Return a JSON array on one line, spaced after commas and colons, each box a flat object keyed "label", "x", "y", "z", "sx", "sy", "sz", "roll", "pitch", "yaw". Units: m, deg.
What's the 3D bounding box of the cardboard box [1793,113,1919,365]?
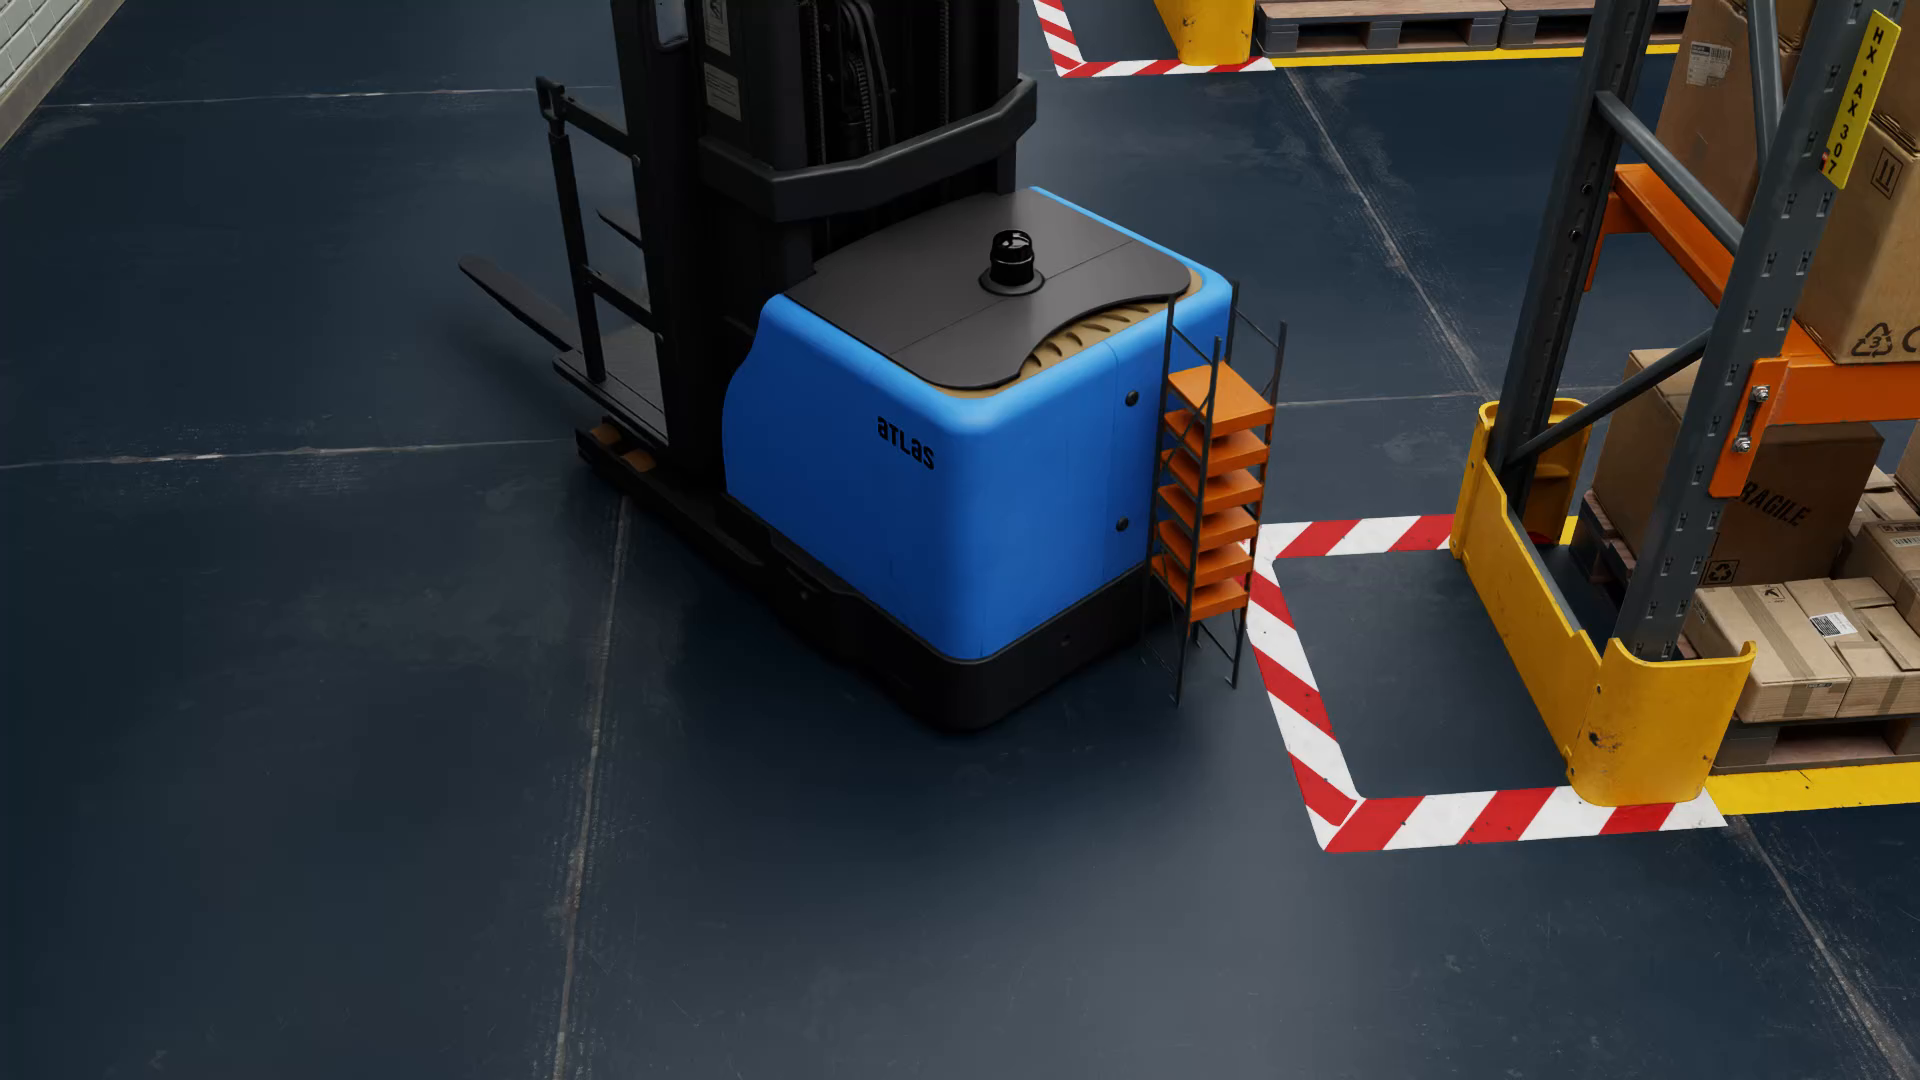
[{"label": "cardboard box", "x": 2.144, "y": -0.740, "z": 3.686, "sx": 0.500, "sy": 0.500, "sz": 0.500, "roll": -2, "pitch": 38, "yaw": -3}]

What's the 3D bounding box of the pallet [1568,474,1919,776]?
[{"label": "pallet", "x": 2.548, "y": 0.207, "z": 4.818, "sx": 1.213, "sy": 0.211, "sz": 1.003, "roll": -3, "pitch": 38, "yaw": -4}]

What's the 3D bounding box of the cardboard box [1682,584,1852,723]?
[{"label": "cardboard box", "x": 2.126, "y": 0.296, "z": 4.400, "sx": 0.250, "sy": 0.149, "sz": 0.380, "roll": -3, "pitch": 38, "yaw": -4}]

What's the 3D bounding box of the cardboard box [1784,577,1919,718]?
[{"label": "cardboard box", "x": 2.375, "y": 0.275, "z": 4.411, "sx": 0.250, "sy": 0.166, "sz": 0.380, "roll": -3, "pitch": 38, "yaw": -4}]

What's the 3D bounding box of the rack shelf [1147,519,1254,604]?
[{"label": "rack shelf", "x": 0.648, "y": 0.039, "z": 4.498, "sx": 0.180, "sy": 0.103, "sz": 0.258, "roll": -15, "pitch": 41, "yaw": -18}]

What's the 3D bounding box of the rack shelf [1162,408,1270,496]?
[{"label": "rack shelf", "x": 0.648, "y": -0.244, "z": 4.275, "sx": 0.180, "sy": 0.103, "sz": 0.258, "roll": -15, "pitch": 41, "yaw": -18}]

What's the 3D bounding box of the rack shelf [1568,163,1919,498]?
[{"label": "rack shelf", "x": 3.670, "y": -0.667, "z": 4.254, "sx": 4.000, "sy": 0.370, "sz": 1.077, "roll": -3, "pitch": 38, "yaw": -4}]

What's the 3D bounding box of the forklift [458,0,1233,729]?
[{"label": "forklift", "x": -0.616, "y": -1.468, "z": 4.745, "sx": 1.130, "sy": 2.935, "sz": 3.031, "roll": -29, "pitch": 47, "yaw": -32}]

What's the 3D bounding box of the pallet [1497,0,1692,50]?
[{"label": "pallet", "x": 3.281, "y": -2.887, "z": 8.739, "sx": 1.213, "sy": 0.211, "sz": 1.003, "roll": -3, "pitch": 38, "yaw": -4}]

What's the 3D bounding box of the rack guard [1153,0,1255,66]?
[{"label": "rack guard", "x": 1.221, "y": -2.905, "z": 8.528, "sx": 0.348, "sy": 0.500, "sz": 1.175, "roll": -3, "pitch": 38, "yaw": -4}]

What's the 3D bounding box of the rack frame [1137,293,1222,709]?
[{"label": "rack frame", "x": 0.564, "y": -0.068, "z": 4.367, "sx": 0.006, "sy": 1.200, "sz": 0.240, "roll": -15, "pitch": 41, "yaw": -18}]

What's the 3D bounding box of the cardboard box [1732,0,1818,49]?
[{"label": "cardboard box", "x": 2.097, "y": -1.465, "z": 3.798, "sx": 0.500, "sy": 0.500, "sz": 0.500, "roll": -3, "pitch": 38, "yaw": -4}]

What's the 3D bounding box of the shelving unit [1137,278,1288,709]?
[{"label": "shelving unit", "x": 0.648, "y": -0.091, "z": 4.396, "sx": 0.189, "sy": 1.200, "sz": 0.258, "roll": -15, "pitch": 41, "yaw": -18}]

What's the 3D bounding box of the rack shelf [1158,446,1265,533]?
[{"label": "rack shelf", "x": 0.648, "y": -0.150, "z": 4.349, "sx": 0.180, "sy": 0.103, "sz": 0.258, "roll": -15, "pitch": 41, "yaw": -18}]

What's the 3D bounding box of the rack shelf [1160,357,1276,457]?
[{"label": "rack shelf", "x": 0.648, "y": -0.338, "z": 4.201, "sx": 0.180, "sy": 0.103, "sz": 0.258, "roll": -15, "pitch": 41, "yaw": -18}]

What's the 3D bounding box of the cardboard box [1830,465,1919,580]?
[{"label": "cardboard box", "x": 2.609, "y": -0.048, "z": 4.822, "sx": 0.250, "sy": 0.166, "sz": 0.380, "roll": -3, "pitch": 38, "yaw": -4}]

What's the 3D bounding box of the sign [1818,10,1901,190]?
[{"label": "sign", "x": 1.727, "y": -0.845, "z": 3.200, "sx": 0.005, "sy": 0.325, "sz": 0.100, "roll": -3, "pitch": 38, "yaw": -4}]

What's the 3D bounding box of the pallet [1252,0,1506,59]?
[{"label": "pallet", "x": 2.068, "y": -2.822, "z": 8.657, "sx": 1.213, "sy": 0.211, "sz": 1.003, "roll": -3, "pitch": 38, "yaw": -4}]

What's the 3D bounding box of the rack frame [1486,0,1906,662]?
[{"label": "rack frame", "x": 1.678, "y": -0.839, "z": 3.892, "sx": 0.127, "sy": 3.000, "sz": 1.000, "roll": -3, "pitch": 38, "yaw": -4}]

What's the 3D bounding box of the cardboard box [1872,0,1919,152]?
[{"label": "cardboard box", "x": 2.144, "y": -1.133, "z": 3.376, "sx": 0.500, "sy": 0.500, "sz": 0.500, "roll": -2, "pitch": 38, "yaw": -3}]

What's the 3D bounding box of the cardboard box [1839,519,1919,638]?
[{"label": "cardboard box", "x": 2.743, "y": 0.185, "z": 4.459, "sx": 0.500, "sy": 0.250, "sz": 0.500, "roll": -3, "pitch": 38, "yaw": -4}]

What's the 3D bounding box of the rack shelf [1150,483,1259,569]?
[{"label": "rack shelf", "x": 0.648, "y": -0.056, "z": 4.424, "sx": 0.180, "sy": 0.103, "sz": 0.258, "roll": -15, "pitch": 41, "yaw": -18}]

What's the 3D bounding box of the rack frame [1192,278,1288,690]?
[{"label": "rack frame", "x": 0.732, "y": -0.113, "z": 4.425, "sx": 0.006, "sy": 1.200, "sz": 0.240, "roll": -15, "pitch": 41, "yaw": -18}]

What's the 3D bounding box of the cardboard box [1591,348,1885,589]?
[{"label": "cardboard box", "x": 2.198, "y": -0.213, "z": 4.761, "sx": 0.500, "sy": 0.500, "sz": 0.500, "roll": -3, "pitch": 38, "yaw": -4}]

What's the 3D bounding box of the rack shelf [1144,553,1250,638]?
[{"label": "rack shelf", "x": 0.648, "y": 0.133, "z": 4.572, "sx": 0.180, "sy": 0.103, "sz": 0.258, "roll": -15, "pitch": 41, "yaw": -18}]

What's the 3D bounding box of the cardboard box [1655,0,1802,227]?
[{"label": "cardboard box", "x": 2.100, "y": -1.071, "z": 4.105, "sx": 0.500, "sy": 0.500, "sz": 0.500, "roll": -2, "pitch": 38, "yaw": -3}]

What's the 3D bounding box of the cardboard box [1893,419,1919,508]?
[{"label": "cardboard box", "x": 3.147, "y": -0.148, "z": 4.881, "sx": 0.500, "sy": 0.250, "sz": 0.500, "roll": -3, "pitch": 38, "yaw": -4}]

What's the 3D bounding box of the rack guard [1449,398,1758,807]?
[{"label": "rack guard", "x": 1.754, "y": 0.138, "z": 4.672, "sx": 0.348, "sy": 0.500, "sz": 1.175, "roll": -3, "pitch": 38, "yaw": -4}]
